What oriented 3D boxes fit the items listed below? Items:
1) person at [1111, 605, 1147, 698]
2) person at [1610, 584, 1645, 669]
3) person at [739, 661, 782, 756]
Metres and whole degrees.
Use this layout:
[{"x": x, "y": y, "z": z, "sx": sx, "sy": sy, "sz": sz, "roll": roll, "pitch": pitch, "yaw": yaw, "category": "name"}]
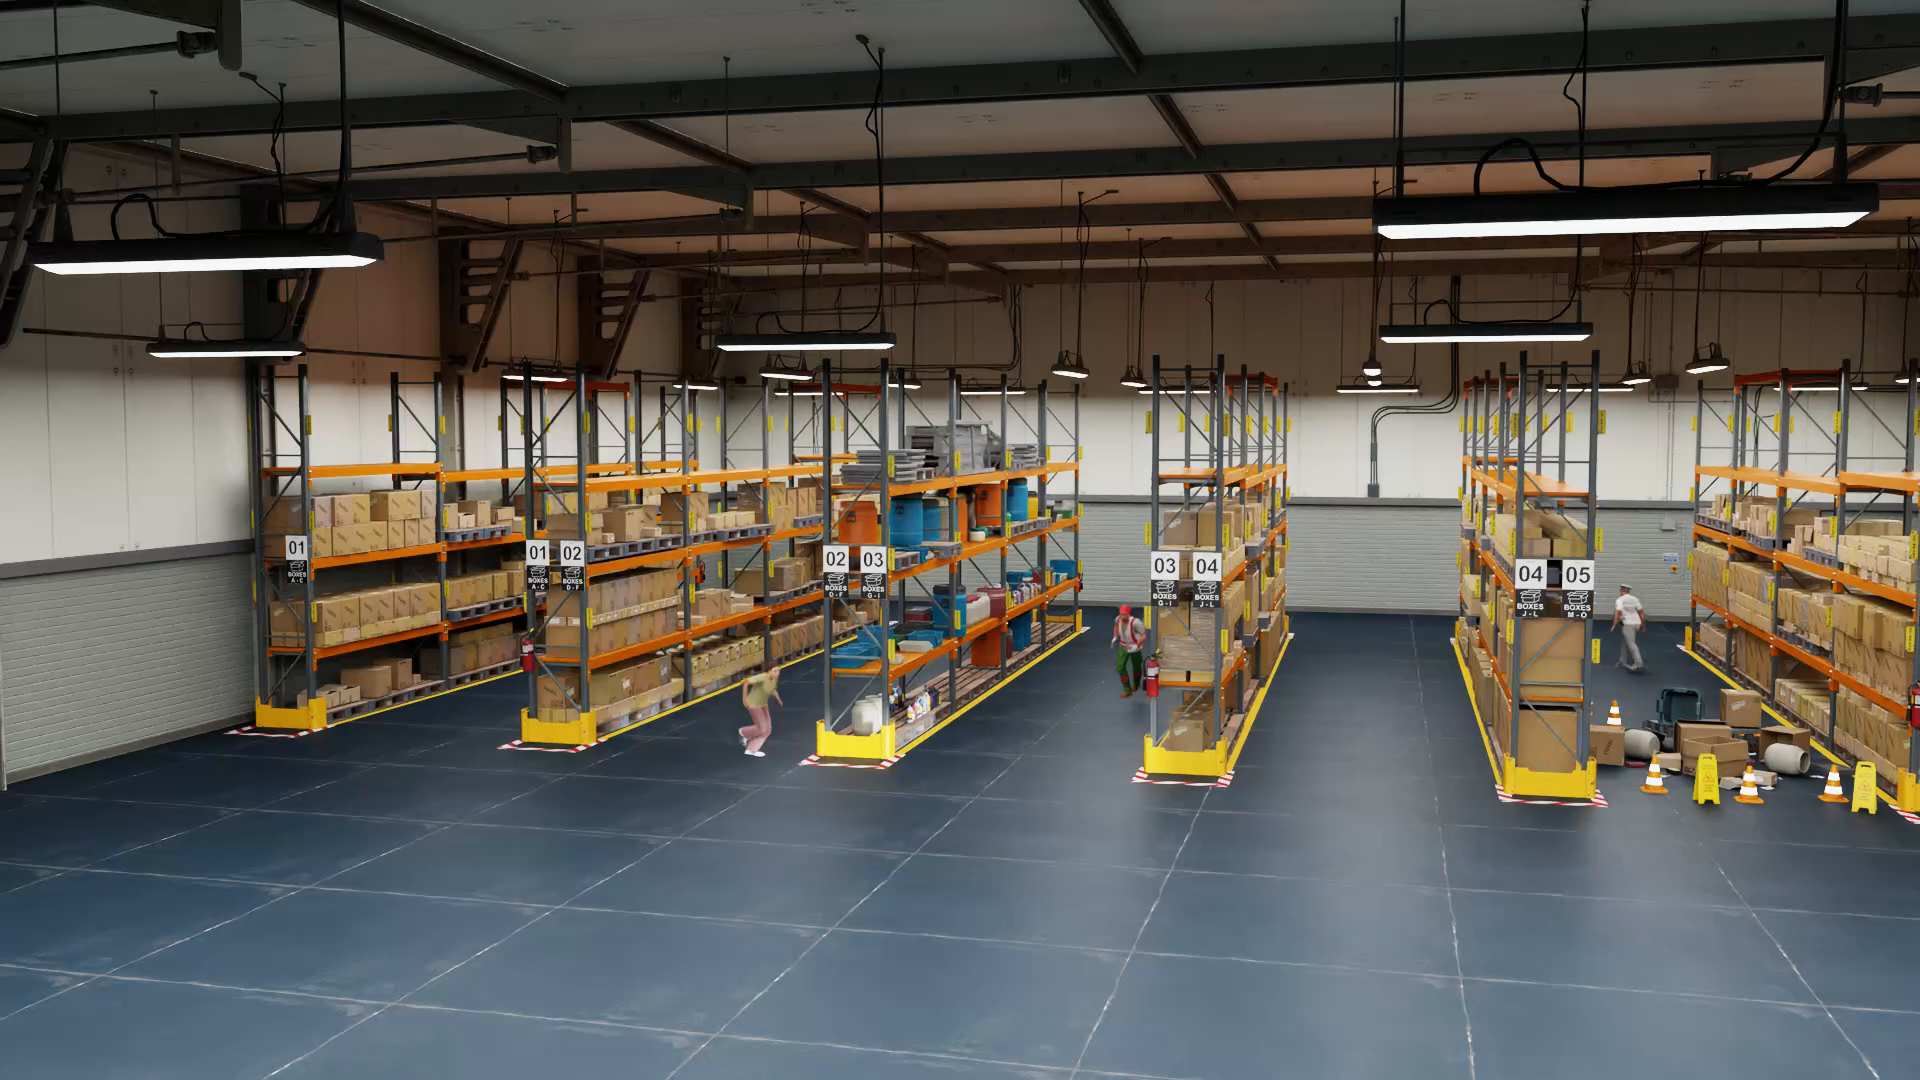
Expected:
[{"x": 3.001, "y": 1.912, "z": 29.122, "sx": 0.677, "sy": 1.645, "sz": 1.083, "roll": 2, "pitch": 4, "yaw": 25, "category": "person"}, {"x": 13.767, "y": 1.799, "z": 34.146, "sx": 0.677, "sy": 1.737, "sz": 0.872, "roll": -2, "pitch": 4, "yaw": -26, "category": "person"}, {"x": -3.042, "y": 2.541, "z": 25.067, "sx": 0.790, "sy": 1.488, "sz": 0.600, "roll": 3, "pitch": 5, "yaw": 36, "category": "person"}]
